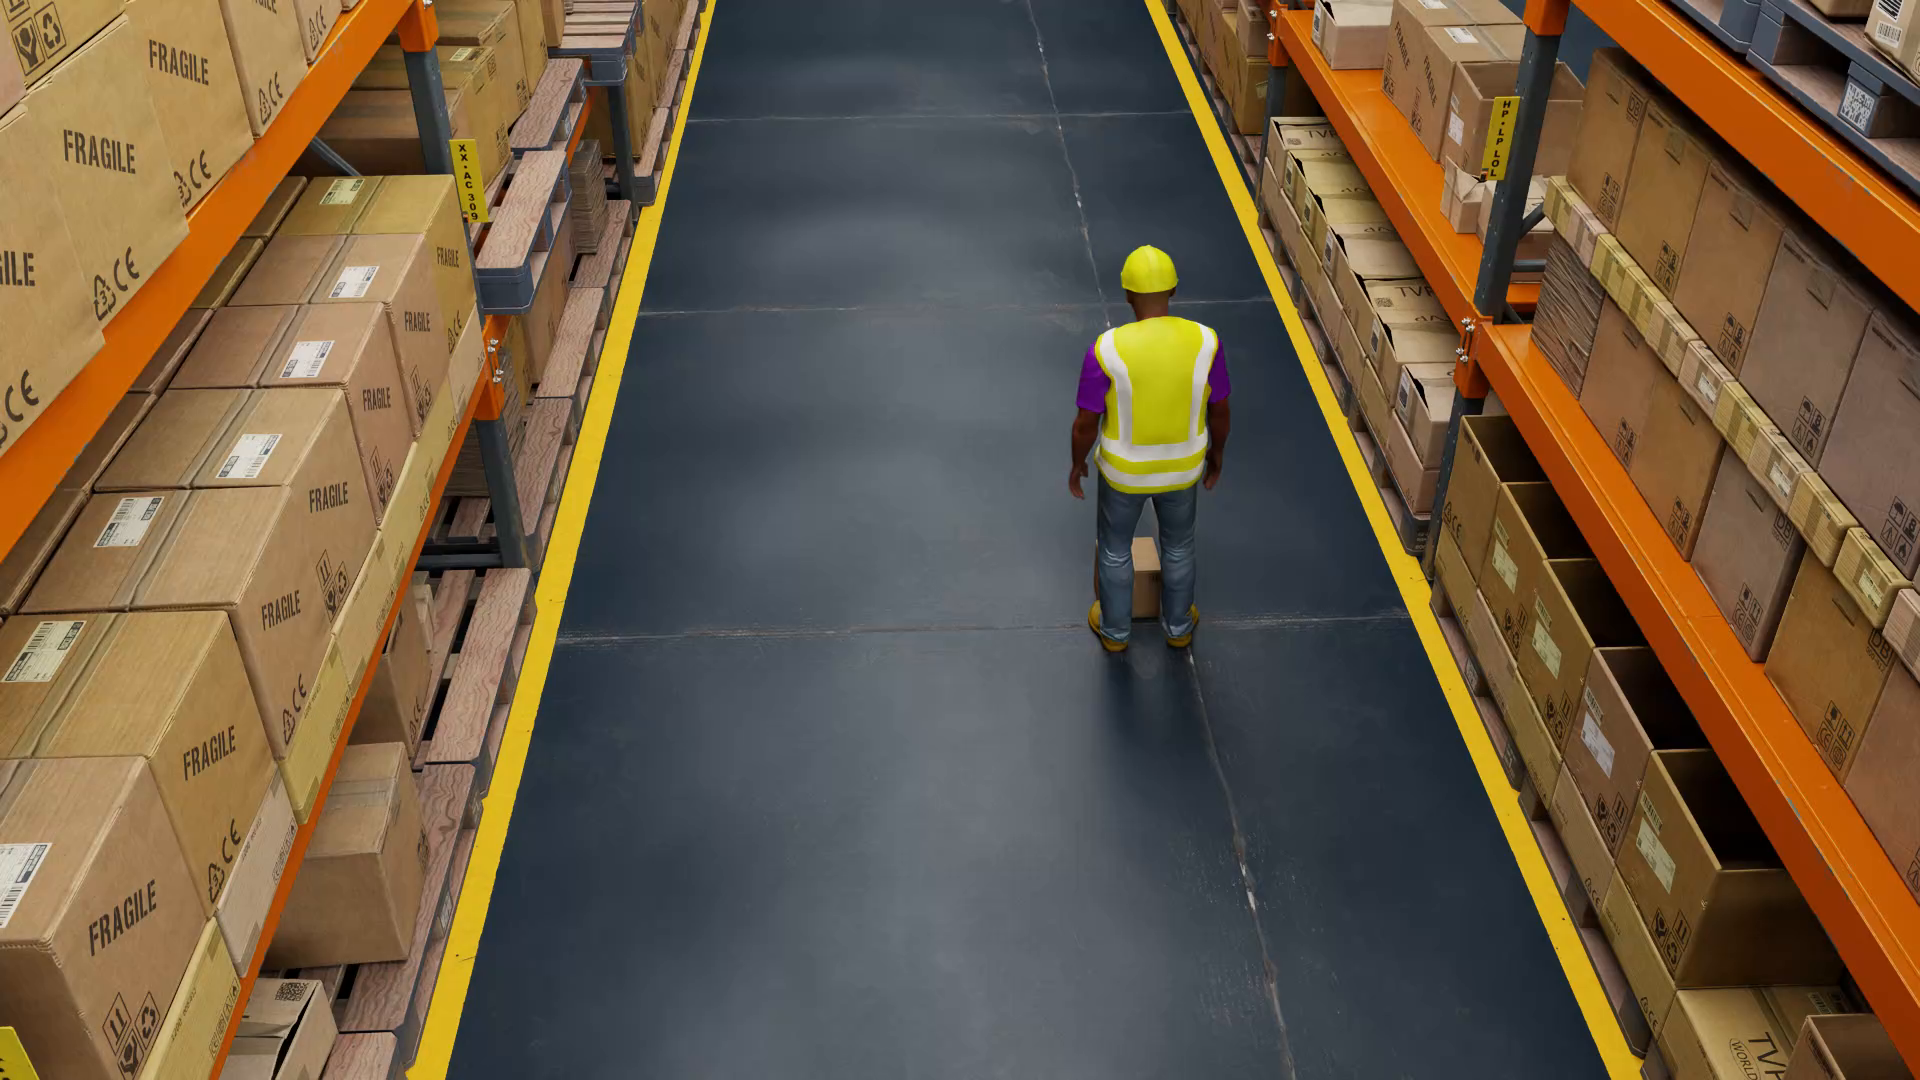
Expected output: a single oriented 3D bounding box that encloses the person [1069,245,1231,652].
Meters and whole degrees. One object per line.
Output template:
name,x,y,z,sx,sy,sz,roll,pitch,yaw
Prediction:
person,0.741,-0.321,6.592,0.632,1.755,0.461,-4,35,-5
